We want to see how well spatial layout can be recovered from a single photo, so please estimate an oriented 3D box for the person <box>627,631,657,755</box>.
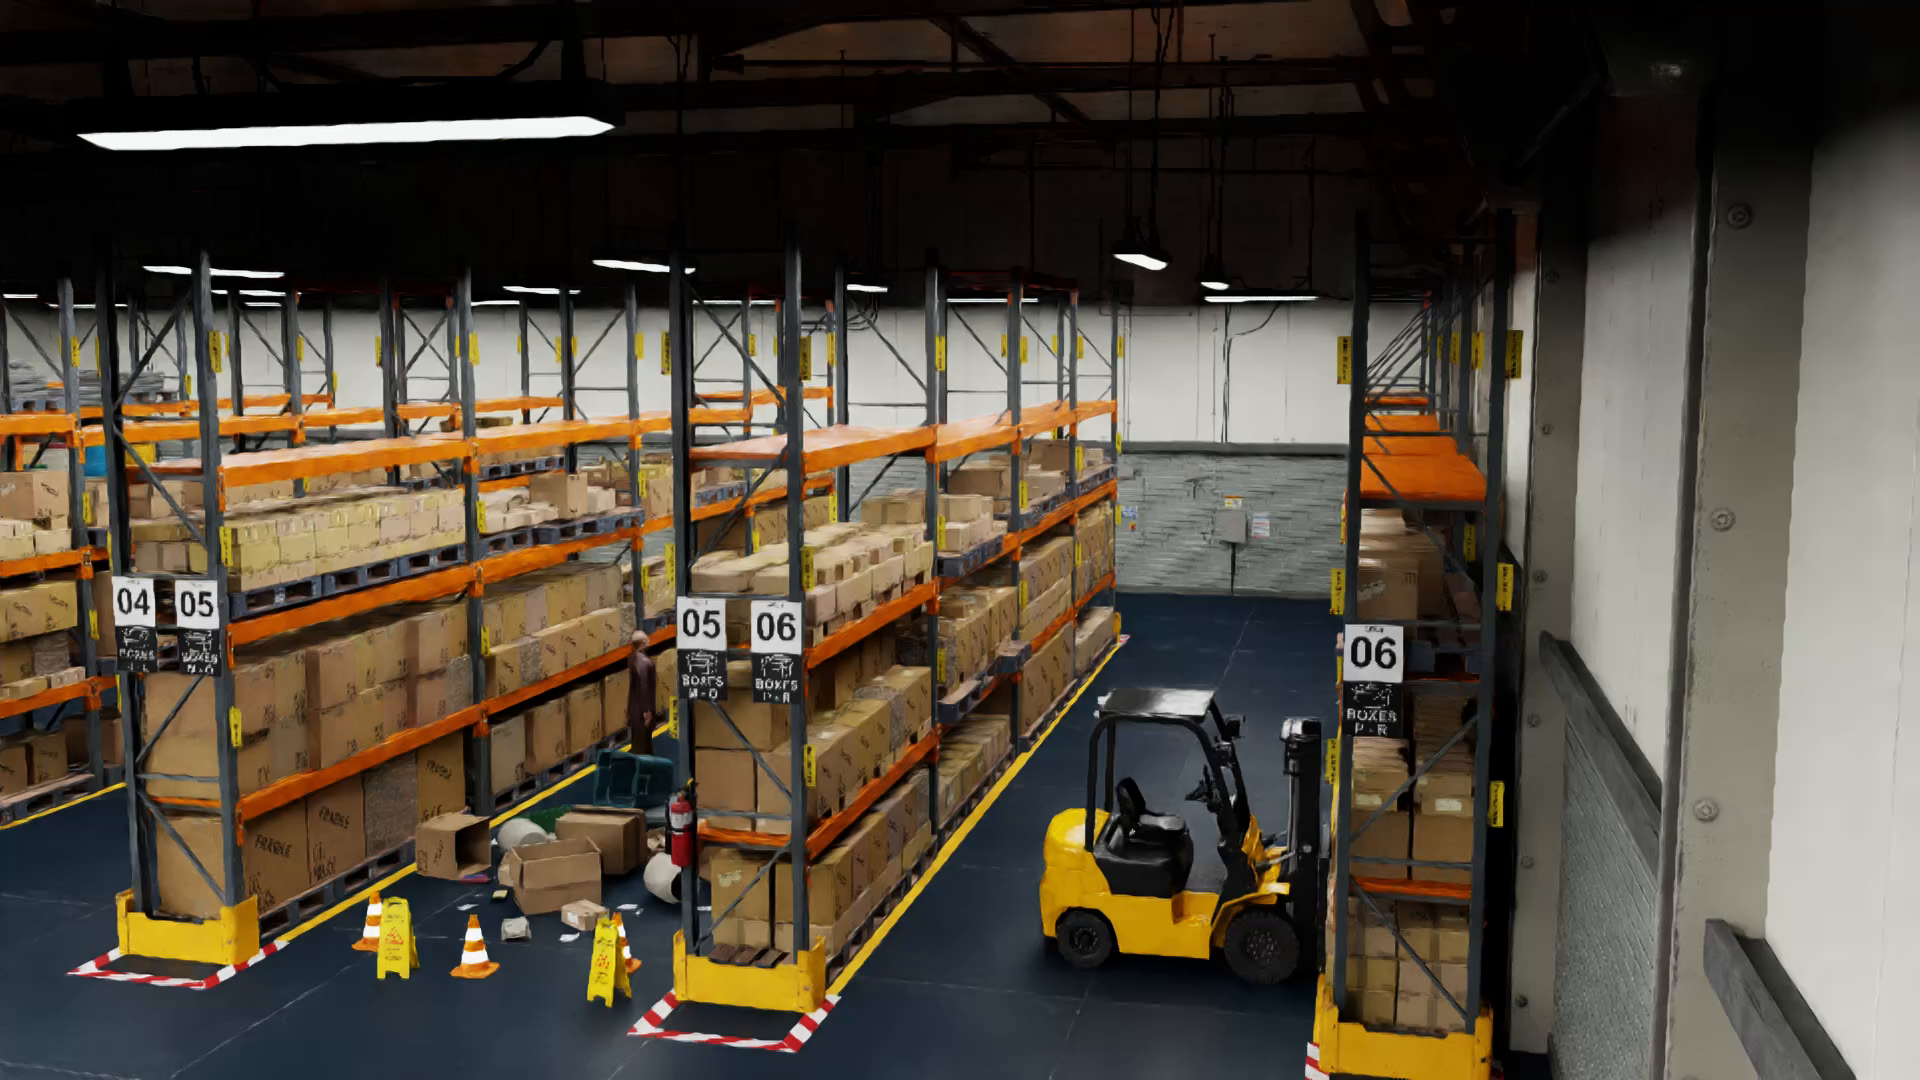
[{"bbox_3d":[-3.629,1.931,19.238,0.514,1.777,0.638,-2,7,-16],"label":"person"}]
